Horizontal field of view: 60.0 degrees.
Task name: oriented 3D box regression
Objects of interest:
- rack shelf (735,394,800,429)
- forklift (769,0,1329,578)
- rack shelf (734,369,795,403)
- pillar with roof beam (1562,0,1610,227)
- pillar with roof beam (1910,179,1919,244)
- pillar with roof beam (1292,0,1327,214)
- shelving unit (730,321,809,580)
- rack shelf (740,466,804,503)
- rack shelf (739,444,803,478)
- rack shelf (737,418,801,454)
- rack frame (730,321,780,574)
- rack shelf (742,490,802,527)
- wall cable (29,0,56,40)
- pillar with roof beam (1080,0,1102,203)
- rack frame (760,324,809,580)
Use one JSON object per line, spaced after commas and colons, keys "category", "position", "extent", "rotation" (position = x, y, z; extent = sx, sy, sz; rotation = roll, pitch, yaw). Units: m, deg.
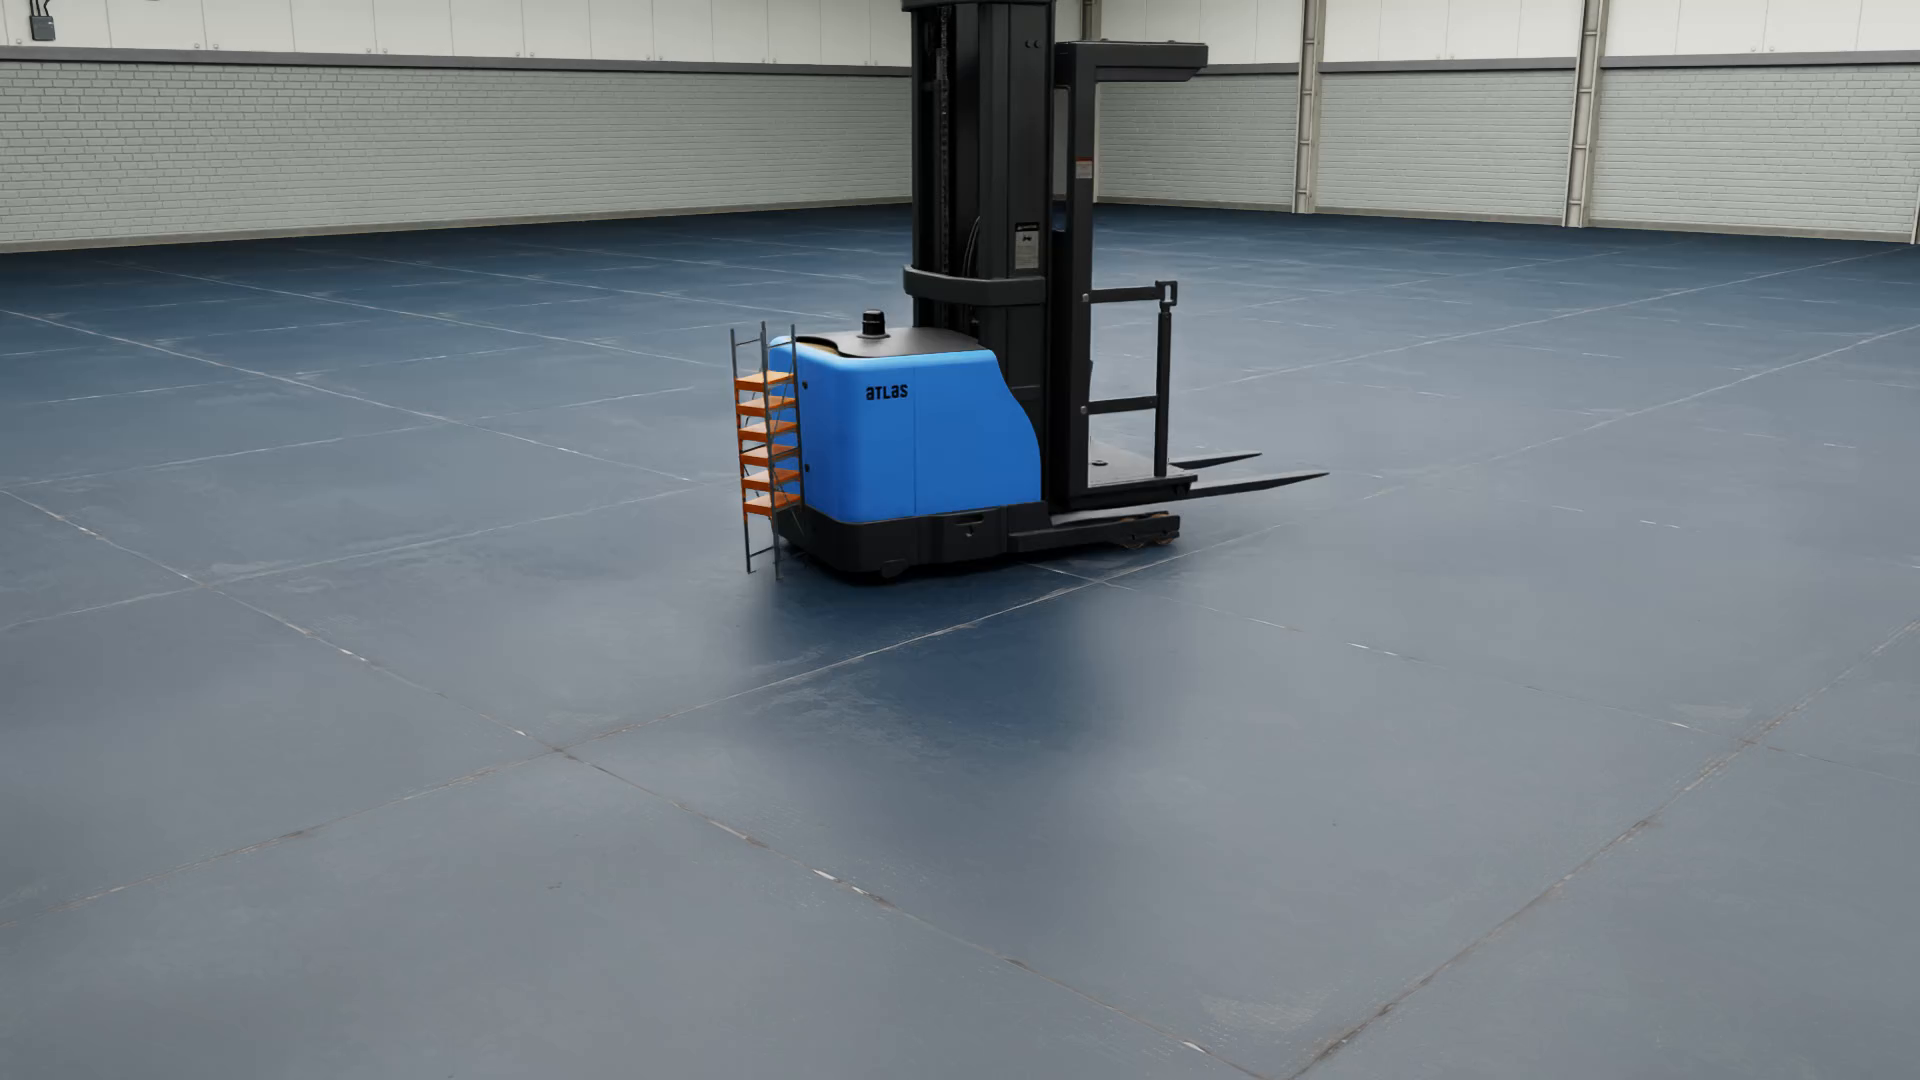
{"category": "rack shelf", "position": [-0.912, -0.613, 7.897], "extent": [0.180, 0.103, 0.258], "rotation": [10, 20, 33]}
{"category": "forklift", "position": [0.568, -1.478, 8.581], "extent": [3.031, 2.935, 1.130], "rotation": [-7, 16, -26]}
{"category": "rack shelf", "position": [-0.916, -0.728, 7.862], "extent": [0.180, 0.103, 0.258], "rotation": [10, 20, 33]}
{"category": "pillar with roof beam", "position": [8.682, -9.521, 27.415], "extent": [0.400, 9.000, 9.100], "rotation": [14, 20, 42]}
{"category": "pillar with roof beam", "position": [13.002, -8.470, 23.385], "extent": [0.400, 9.000, 9.100], "rotation": [14, 20, 42]}
{"category": "pillar with roof beam", "position": [4.363, -10.571, 31.445], "extent": [0.400, 9.000, 9.100], "rotation": [14, 20, 42]}
{"category": "shelving unit", "position": [-0.906, -0.426, 7.954], "extent": [0.189, 1.200, 0.258], "rotation": [10, 20, 33]}
{"category": "rack shelf", "position": [-0.902, -0.269, 8.001], "extent": [0.180, 0.103, 0.258], "rotation": [10, 20, 33]}
{"category": "rack shelf", "position": [-0.905, -0.383, 7.966], "extent": [0.180, 0.103, 0.258], "rotation": [10, 20, 33]}
{"category": "rack shelf", "position": [-0.909, -0.498, 7.932], "extent": [0.180, 0.103, 0.258], "rotation": [10, 20, 33]}
{"category": "rack frame", "position": [-0.982, -0.439, 8.003], "extent": [0.006, 1.200, 0.240], "rotation": [10, 20, 33]}
{"category": "rack shelf", "position": [-0.898, -0.154, 8.036], "extent": [0.180, 0.103, 0.258], "rotation": [10, 20, 33]}
{"category": "wall cable", "position": [-13.434, -10.806, 25.605], "extent": [0.169, 6.003, 2.305], "rotation": [14, 20, 42]}
{"category": "pillar with roof beam", "position": [0.044, -11.621, 35.475], "extent": [0.400, 9.000, 9.100], "rotation": [14, 20, 42]}
{"category": "rack frame", "position": [-0.831, -0.413, 7.904], "extent": [0.006, 1.200, 0.240], "rotation": [10, 20, 33]}
